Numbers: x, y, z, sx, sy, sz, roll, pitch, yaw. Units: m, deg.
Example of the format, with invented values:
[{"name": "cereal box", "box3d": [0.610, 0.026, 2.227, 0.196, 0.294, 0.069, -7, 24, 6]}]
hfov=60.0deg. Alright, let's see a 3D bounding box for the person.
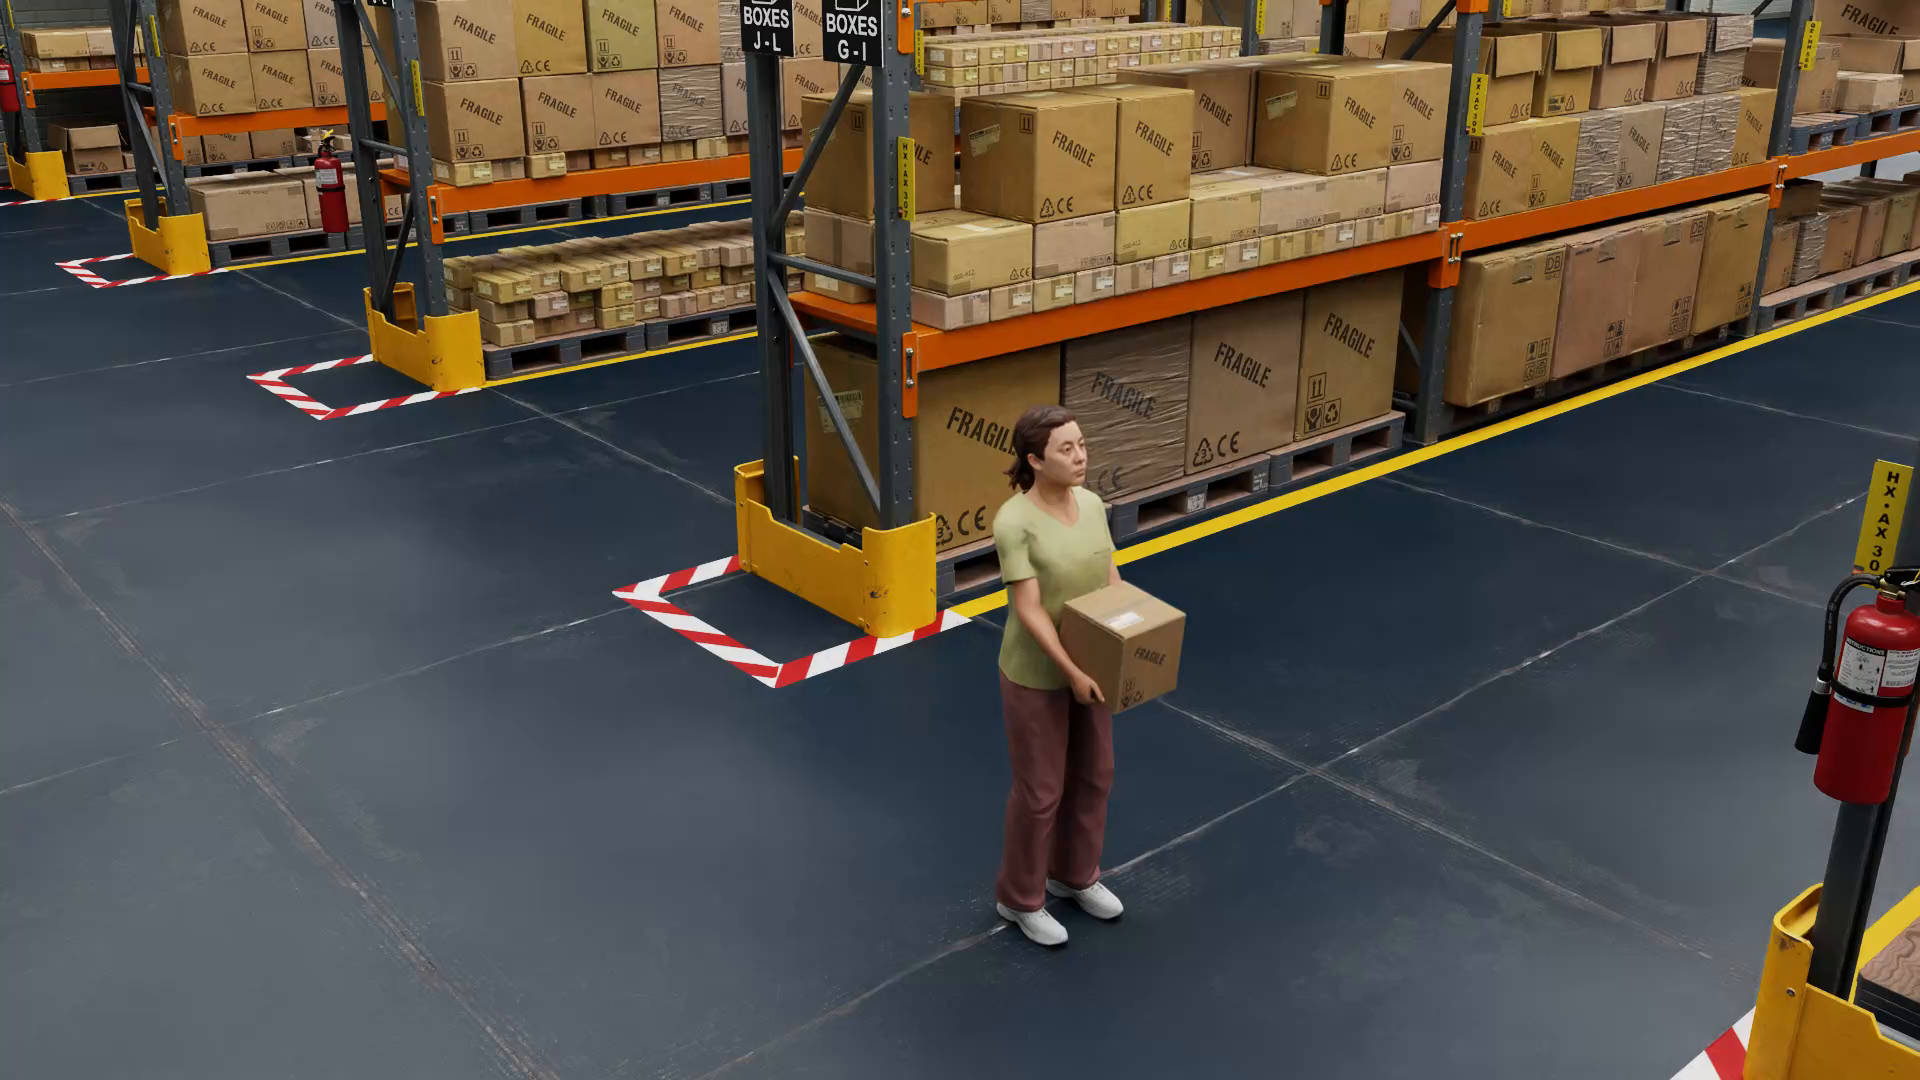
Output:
[{"name": "person", "box3d": [0.336, 0.423, 4.998, 0.428, 1.663, 0.551, -17, 27, -37]}]
